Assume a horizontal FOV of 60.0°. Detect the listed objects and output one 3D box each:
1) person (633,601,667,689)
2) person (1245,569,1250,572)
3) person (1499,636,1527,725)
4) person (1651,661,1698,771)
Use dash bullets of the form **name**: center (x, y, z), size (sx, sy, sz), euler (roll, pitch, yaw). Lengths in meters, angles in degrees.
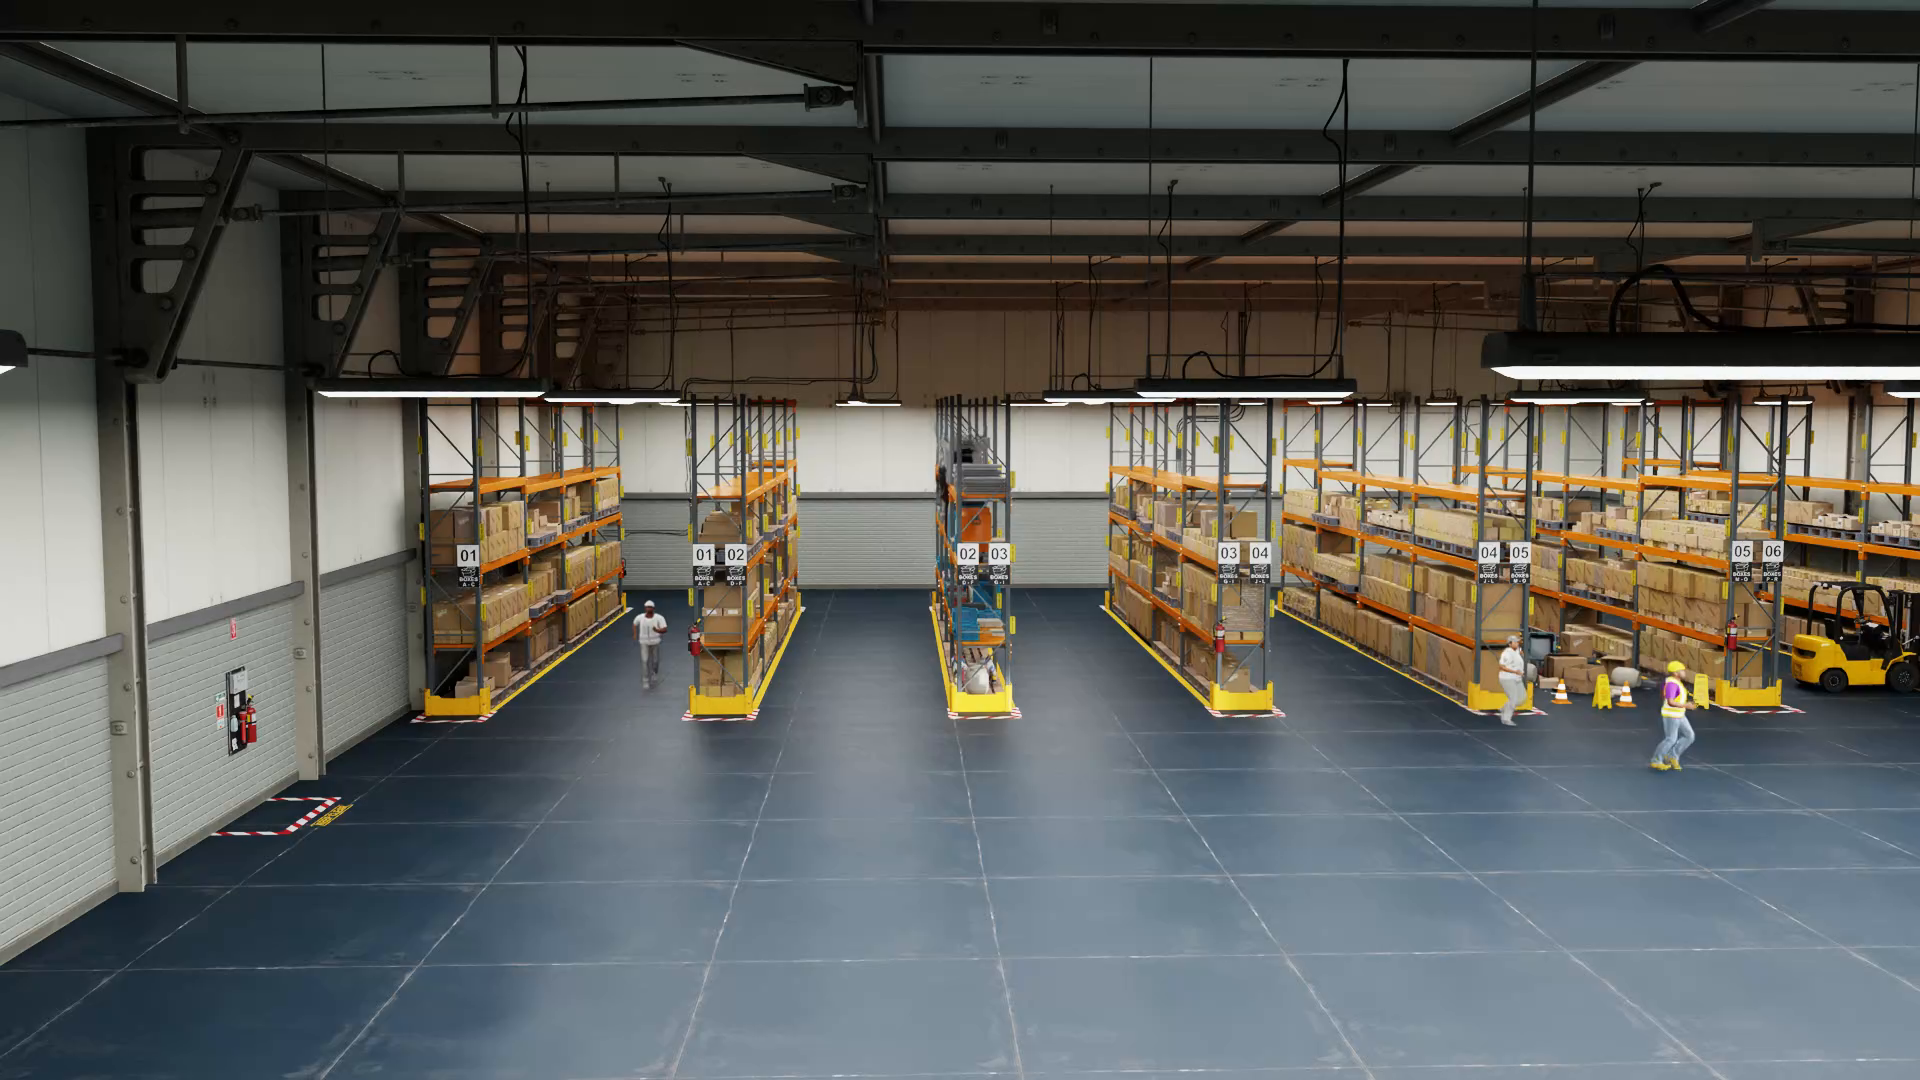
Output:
- **person**: center (-6.378, 2.121, 34.191), size (0.700, 1.757, 0.982), euler (-1, 5, -8)
- **person**: center (7.970, 1.151, 47.009), size (0.691, 1.780, 0.938), euler (1, 5, 18)
- **person**: center (10.051, 2.564, 30.211), size (0.620, 1.632, 0.564), euler (-4, 6, -43)
- **person**: center (11.271, 2.788, 26.194), size (0.696, 1.767, 0.684), euler (3, 6, 36)
